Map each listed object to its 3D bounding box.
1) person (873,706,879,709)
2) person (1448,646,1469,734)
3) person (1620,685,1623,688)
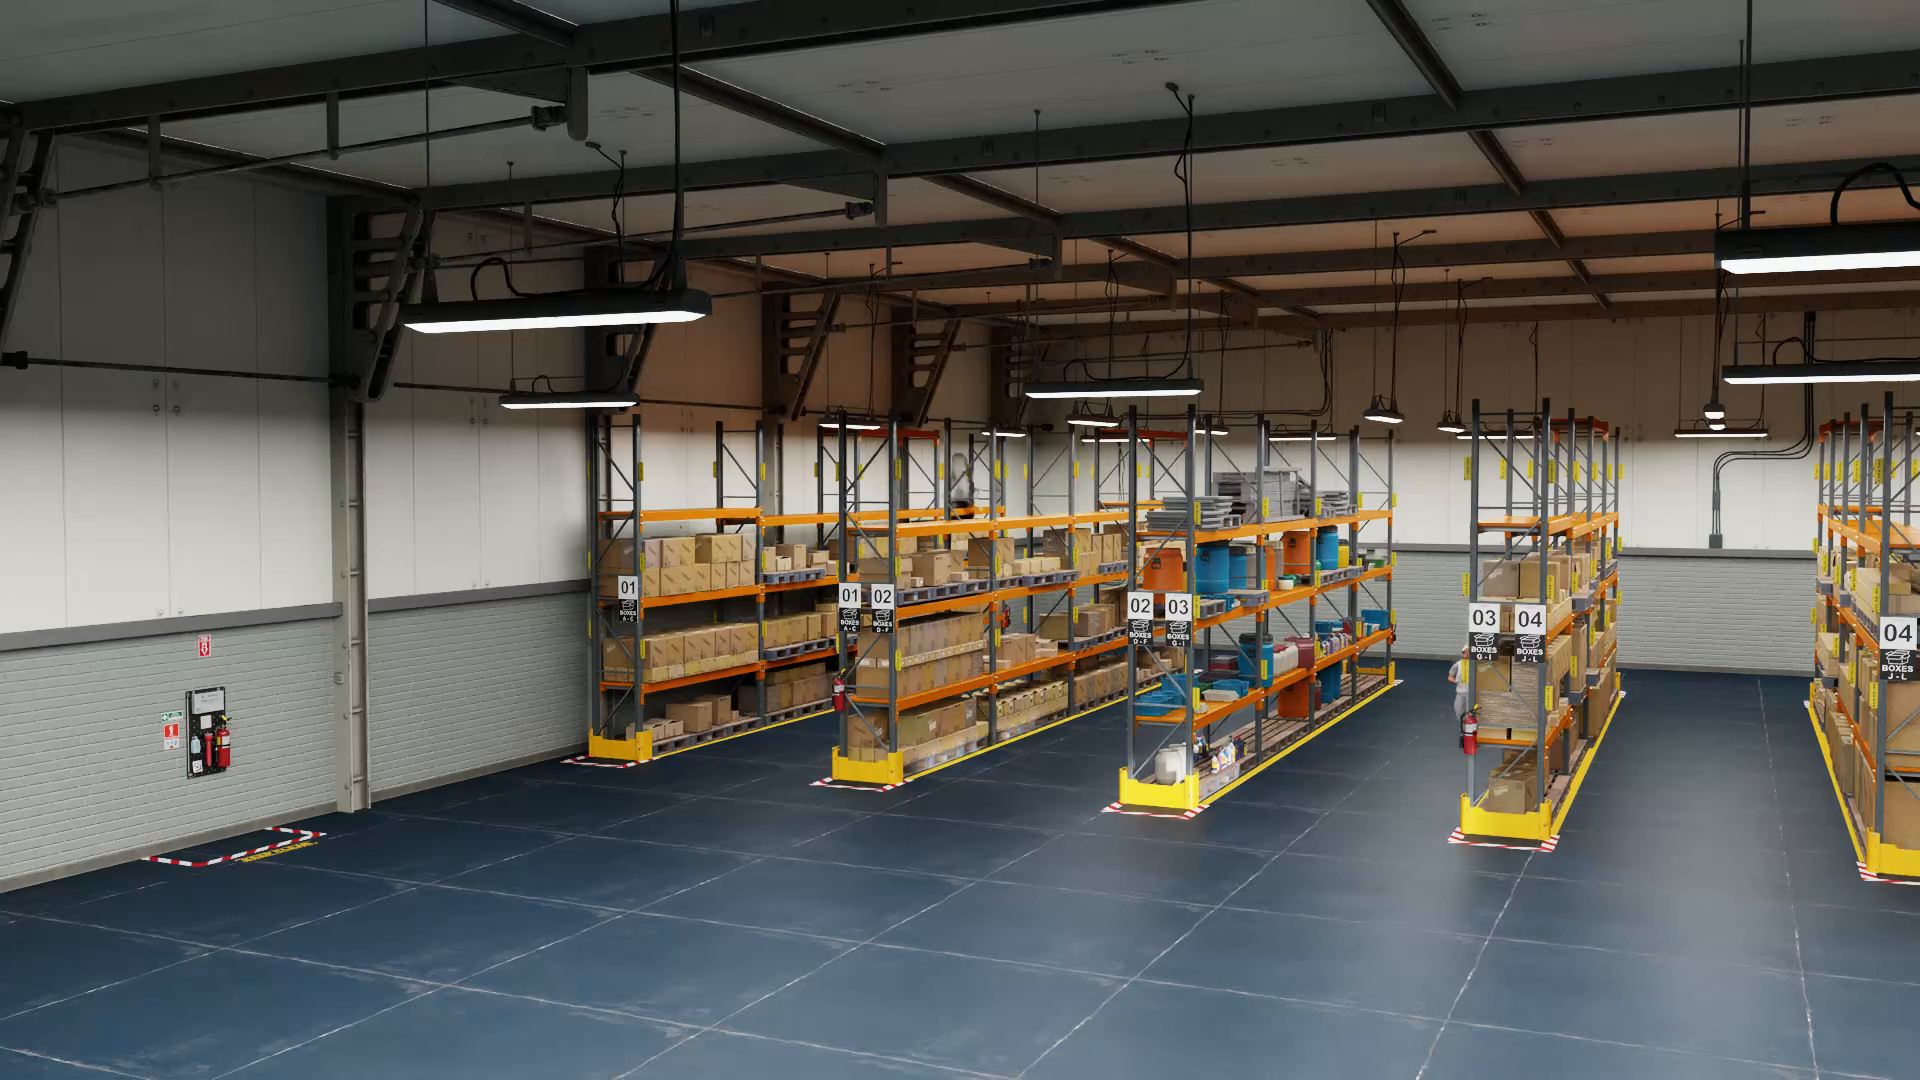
[{"bbox_3d":[-1.554,2.795,32.077,0.665,1.806,0.954,1,3,21],"label":"person"},{"bbox_3d":[9.391,2.849,30.800,0.671,1.764,0.901,1,3,21],"label":"person"},{"bbox_3d":[14.851,2.515,38.453,0.996,1.762,0.716,2,3,41],"label":"person"}]
